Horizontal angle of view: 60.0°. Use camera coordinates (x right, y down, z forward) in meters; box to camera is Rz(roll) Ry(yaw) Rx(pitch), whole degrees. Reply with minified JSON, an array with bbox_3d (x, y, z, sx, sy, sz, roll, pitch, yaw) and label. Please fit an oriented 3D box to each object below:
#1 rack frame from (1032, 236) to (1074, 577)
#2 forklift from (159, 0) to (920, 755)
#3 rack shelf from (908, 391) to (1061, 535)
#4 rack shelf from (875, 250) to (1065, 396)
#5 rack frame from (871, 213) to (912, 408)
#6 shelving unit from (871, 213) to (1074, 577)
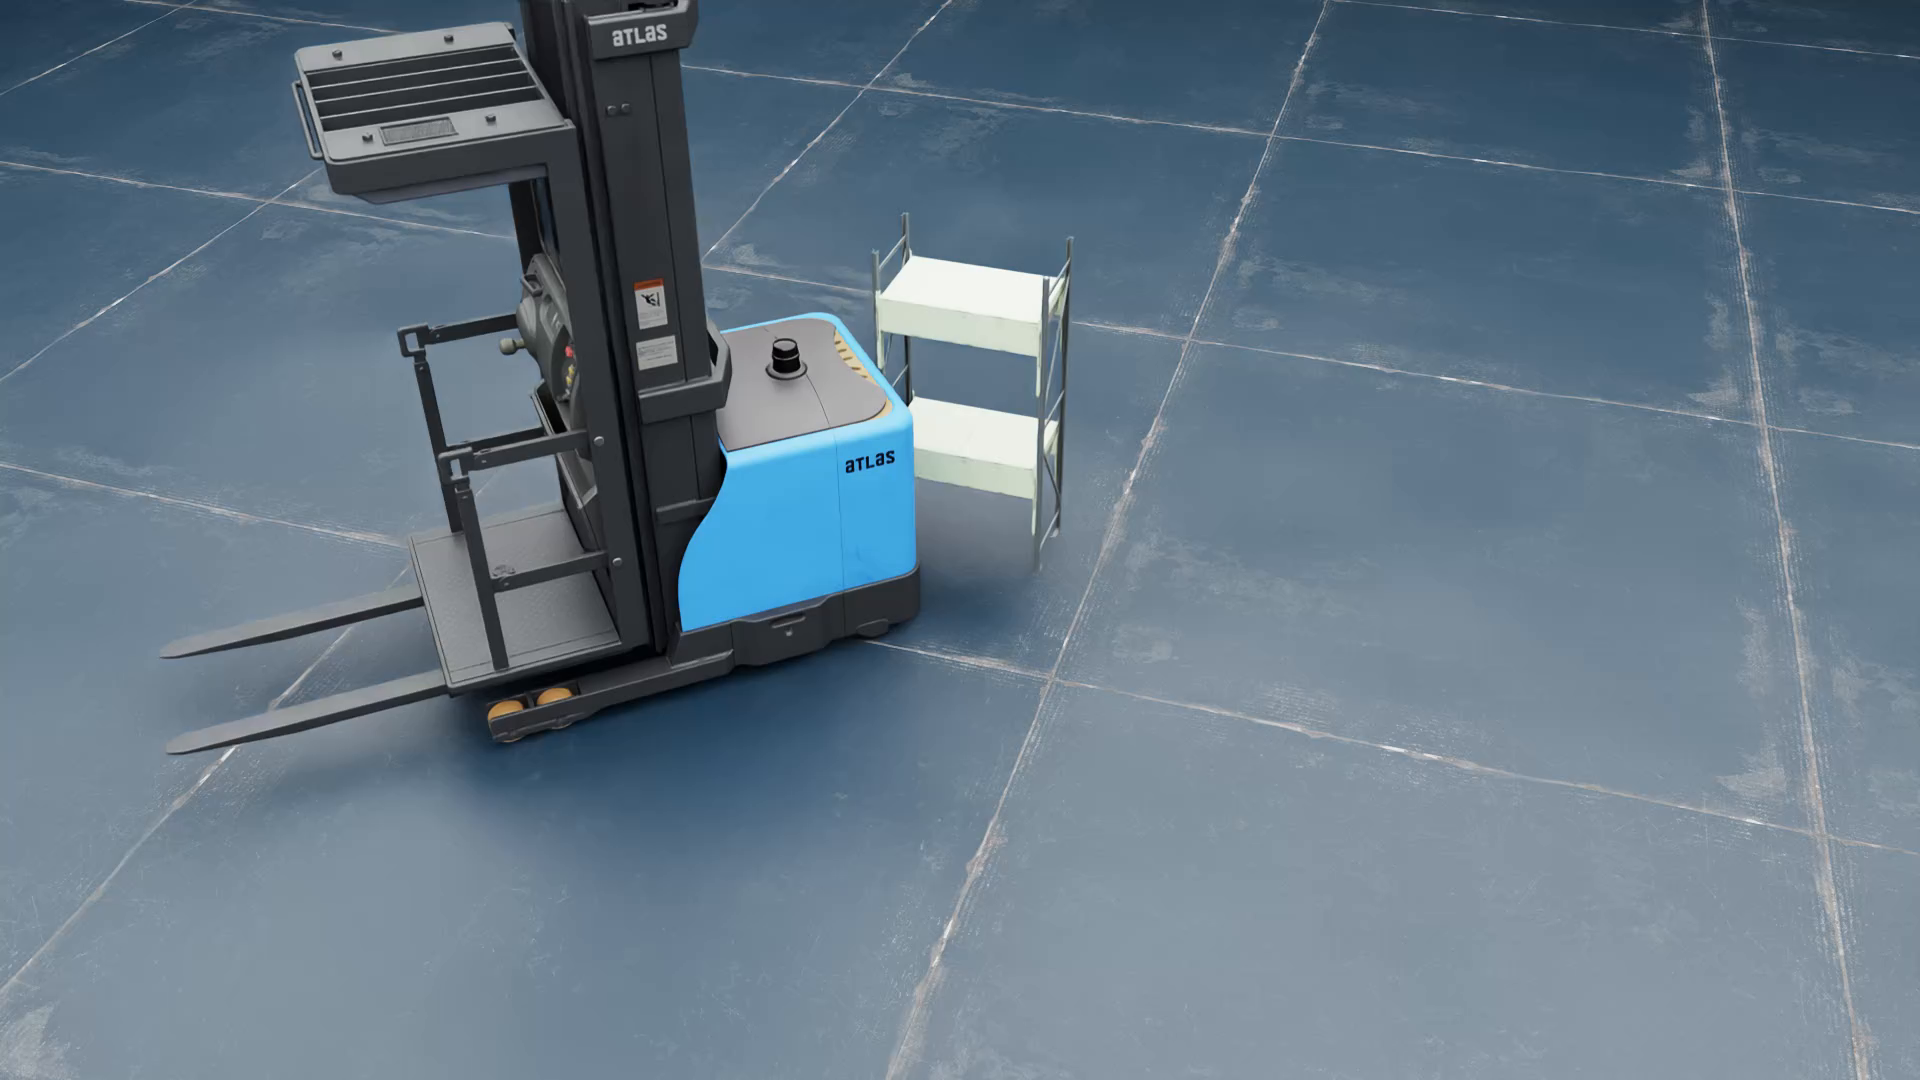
[{"bbox_3d":[0.402,-0.549,7.230,0.023,1.500,0.400,11,38,15],"label":"rack frame"},{"bbox_3d":[-1.738,-0.730,6.269,3.031,2.935,1.130,-14,39,-19],"label":"forklift"},{"bbox_3d":[0.054,-0.355,7.517,0.720,0.370,0.431,11,38,15],"label":"rack shelf"},{"bbox_3d":[0.054,-0.931,7.092,0.720,0.370,0.431,11,38,15],"label":"rack shelf"},{"bbox_3d":[-0.293,-0.685,7.416,0.023,1.500,0.400,11,38,15],"label":"rack frame"},{"bbox_3d":[0.054,-0.617,7.323,0.755,1.500,0.431,11,38,15],"label":"shelving unit"}]
